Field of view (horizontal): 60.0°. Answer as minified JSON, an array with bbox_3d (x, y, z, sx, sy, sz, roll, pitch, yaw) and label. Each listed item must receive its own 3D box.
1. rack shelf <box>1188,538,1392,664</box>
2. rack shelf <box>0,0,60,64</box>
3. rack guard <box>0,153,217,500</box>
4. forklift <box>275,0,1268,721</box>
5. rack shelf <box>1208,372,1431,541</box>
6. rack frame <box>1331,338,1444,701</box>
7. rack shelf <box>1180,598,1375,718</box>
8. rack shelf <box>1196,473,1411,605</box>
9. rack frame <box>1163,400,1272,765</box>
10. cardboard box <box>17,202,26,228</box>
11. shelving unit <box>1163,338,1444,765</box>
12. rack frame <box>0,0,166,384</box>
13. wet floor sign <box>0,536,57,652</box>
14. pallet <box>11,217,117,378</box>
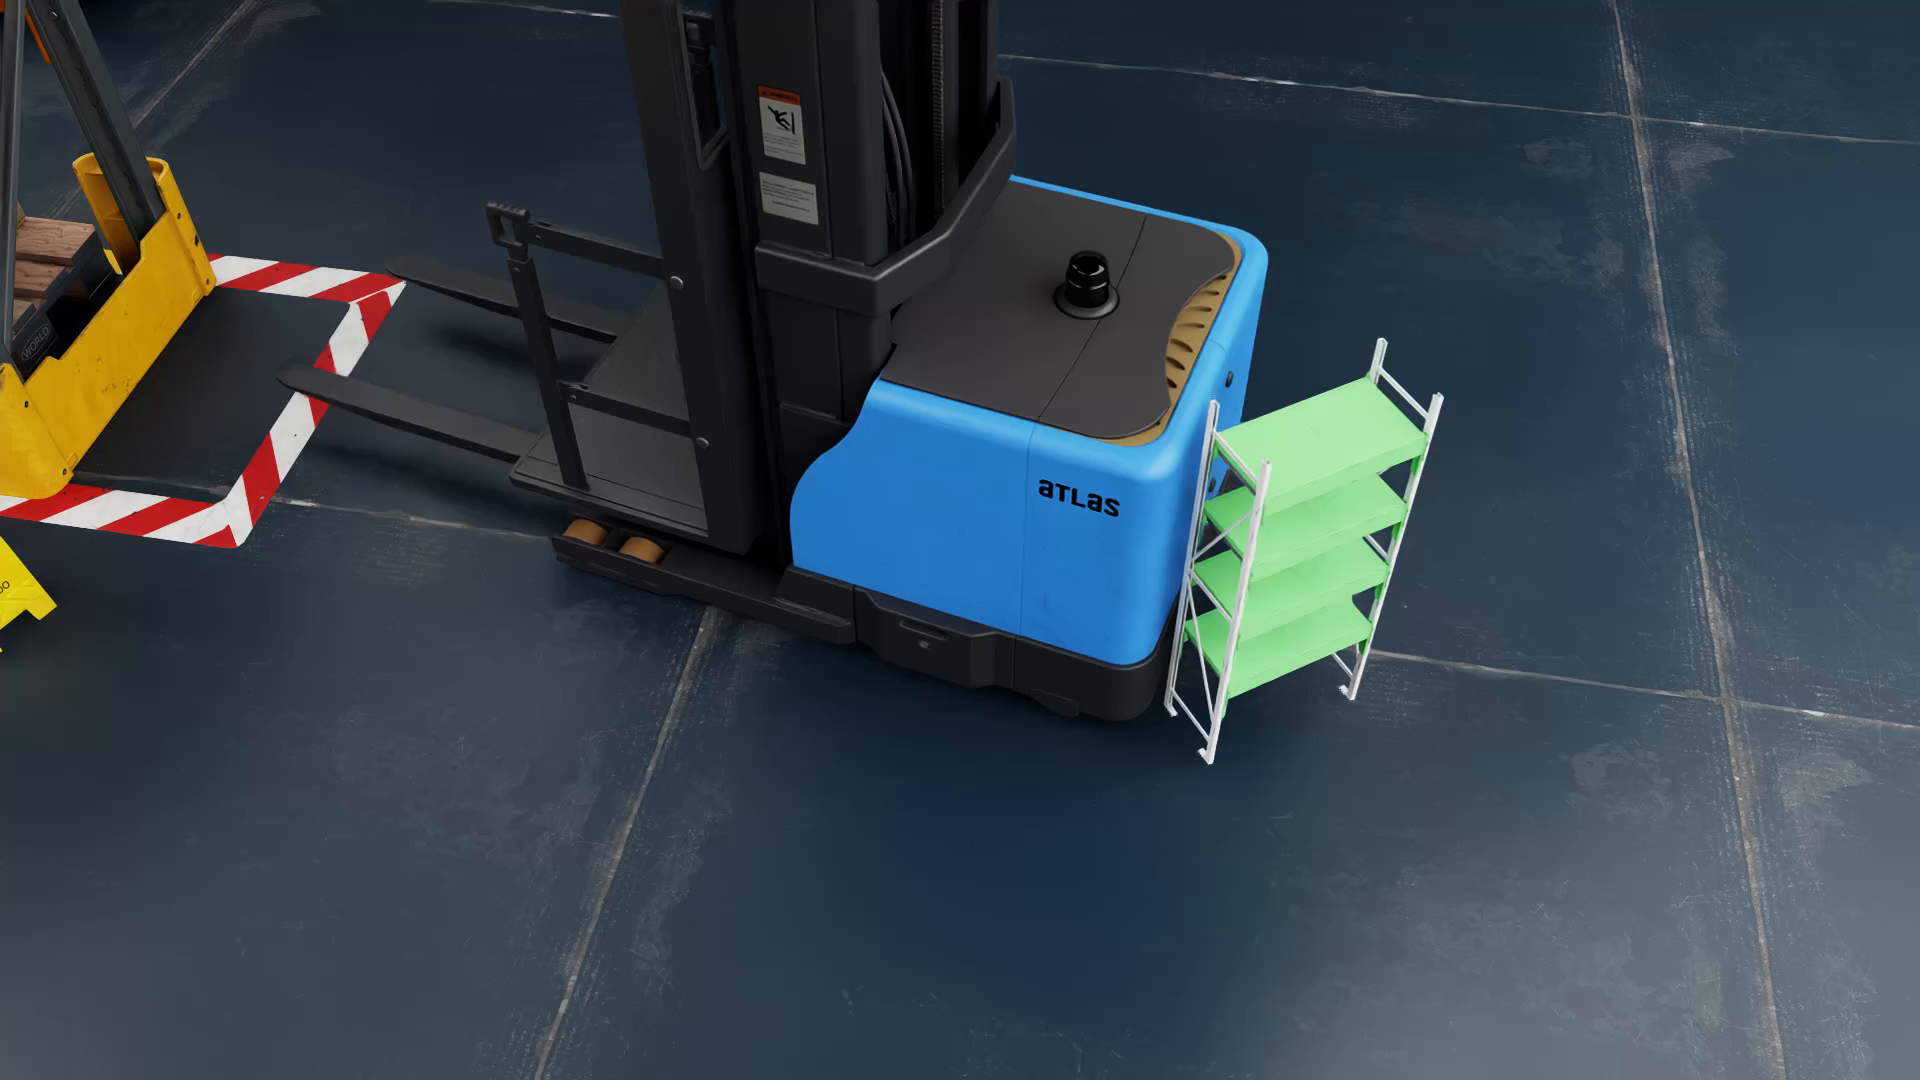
[{"bbox_3d":[0.869,0.111,4.430,0.480,0.148,0.258,-21,51,-18],"label":"rack shelf"},{"bbox_3d":[-4.883,-1.590,5.146,4.000,0.370,1.077,8,49,7],"label":"rack shelf"},{"bbox_3d":[-2.989,-0.741,5.580,0.348,0.500,1.175,8,49,7],"label":"rack guard"},{"bbox_3d":[-0.708,-1.176,4.336,3.031,2.935,1.130,17,50,14],"label":"forklift"},{"bbox_3d":[0.869,-0.210,4.073,0.480,0.148,0.258,-21,51,-18],"label":"rack shelf"},{"bbox_3d":[1.086,-0.015,4.456,0.015,1.200,0.240,-21,51,-18],"label":"rack frame"},{"bbox_3d":[0.869,0.271,4.608,0.480,0.148,0.258,-21,51,-18],"label":"rack shelf"},{"bbox_3d":[0.869,-0.049,4.251,0.480,0.148,0.258,-21,51,-18],"label":"rack shelf"},{"bbox_3d":[0.652,0.151,4.308,0.015,1.200,0.240,-21,51,-18],"label":"rack frame"},{"bbox_3d":[-3.659,-1.097,5.785,0.500,0.250,0.500,7,48,7],"label":"cardboard box"},{"bbox_3d":[0.869,0.068,4.382,0.503,1.200,0.258,-21,51,-18],"label":"shelving unit"},{"bbox_3d":[-2.915,-1.566,4.641,0.127,3.000,1.000,8,49,7],"label":"rack frame"},{"bbox_3d":[-2.918,0.029,4.790,0.232,0.644,0.267,23,52,20],"label":"wet floor sign"},{"bbox_3d":[-3.783,-0.778,5.807,1.213,0.211,1.003,8,49,7],"label":"pallet"}]
